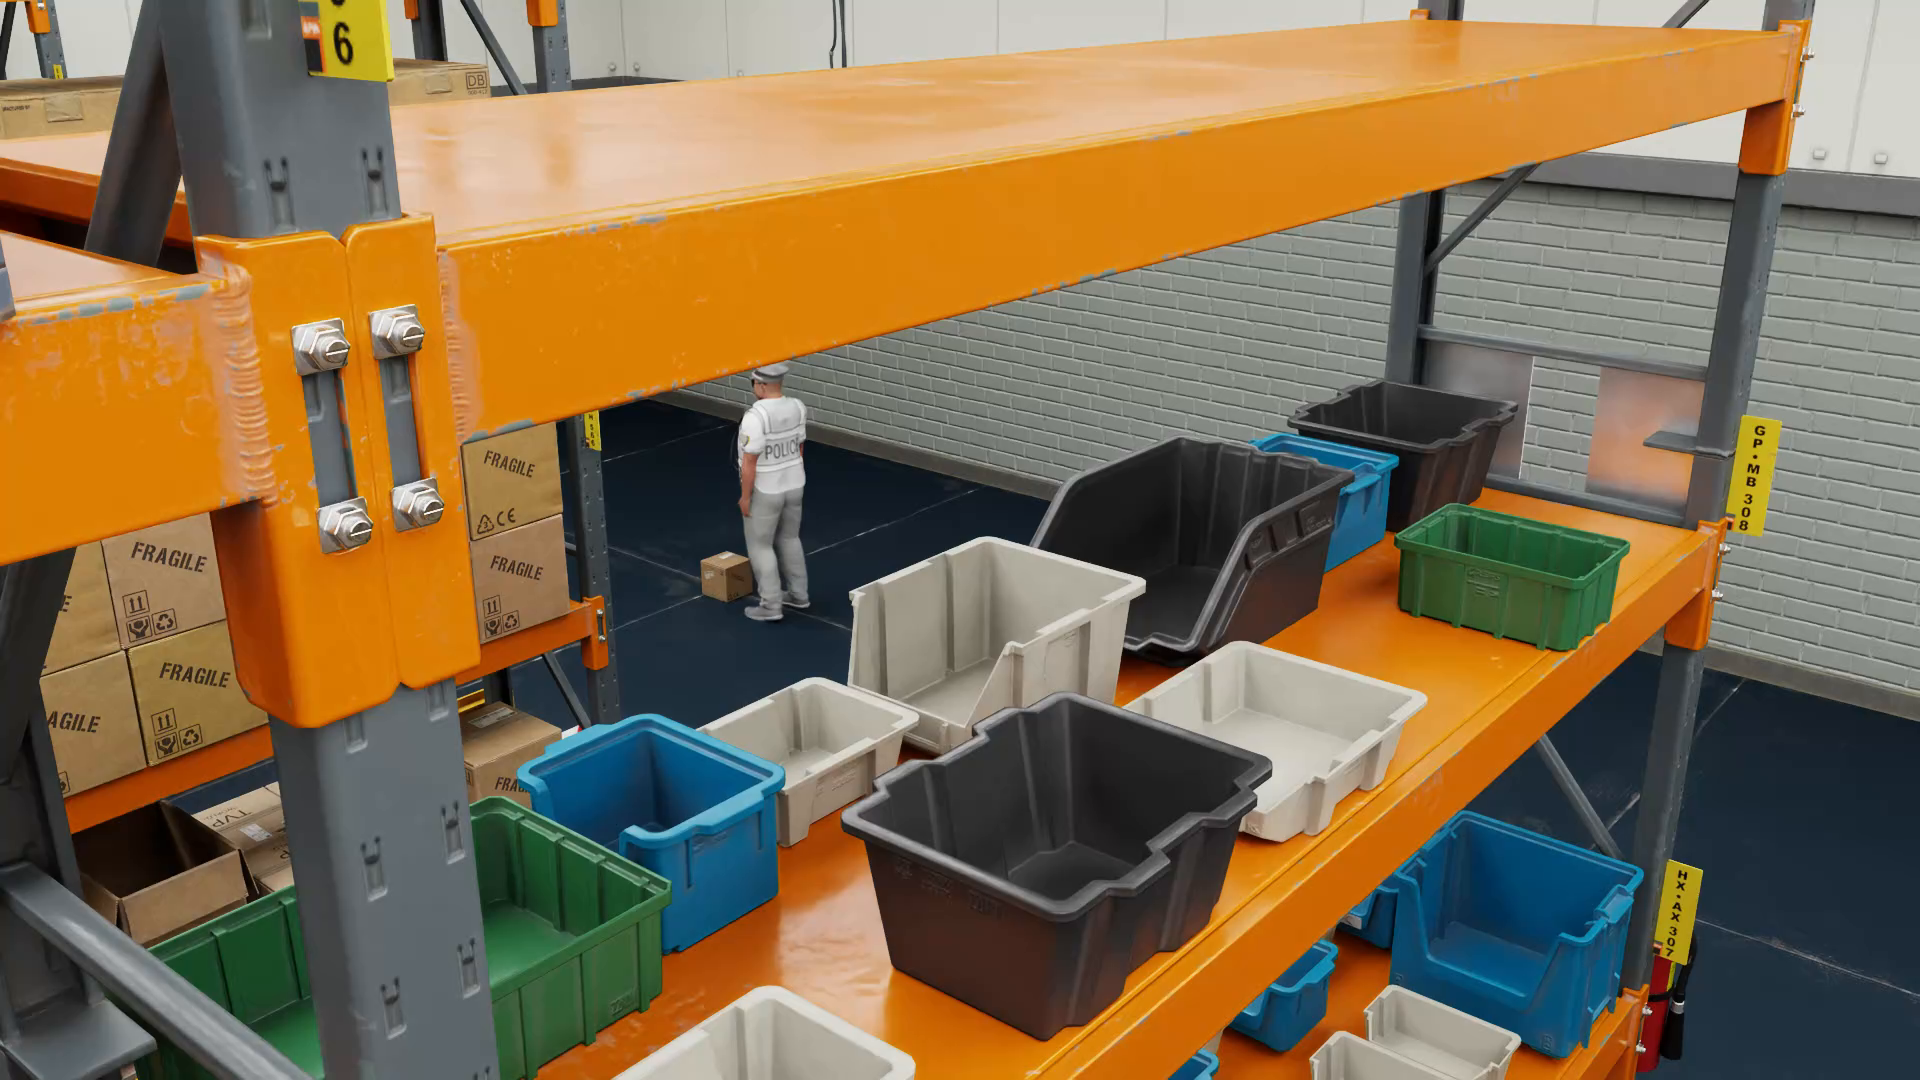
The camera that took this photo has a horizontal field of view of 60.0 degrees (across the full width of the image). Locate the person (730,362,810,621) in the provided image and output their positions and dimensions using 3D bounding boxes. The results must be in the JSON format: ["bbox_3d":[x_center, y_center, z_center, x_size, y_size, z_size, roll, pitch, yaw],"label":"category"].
[{"bbox_3d":[-1.256,-0.333,10.998,0.392,1.769,0.527,16,26,38],"label":"person"}]
